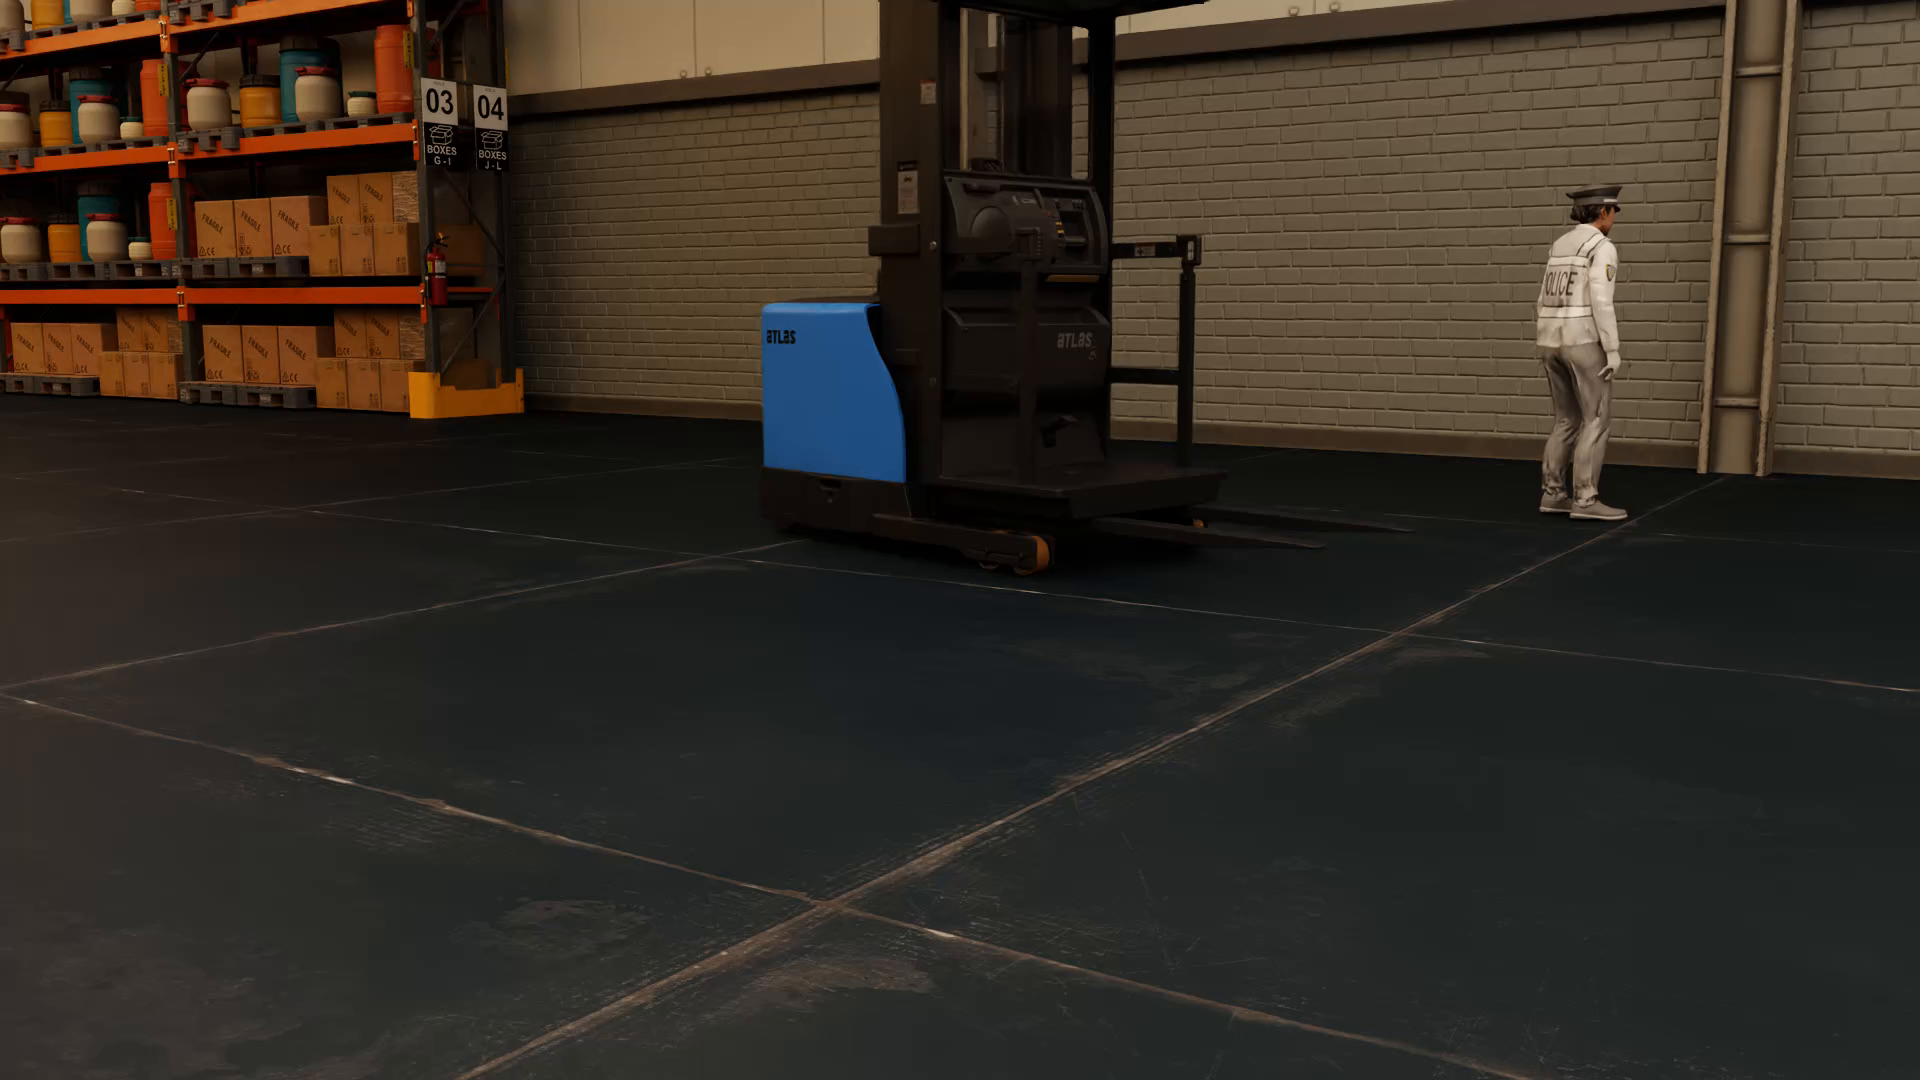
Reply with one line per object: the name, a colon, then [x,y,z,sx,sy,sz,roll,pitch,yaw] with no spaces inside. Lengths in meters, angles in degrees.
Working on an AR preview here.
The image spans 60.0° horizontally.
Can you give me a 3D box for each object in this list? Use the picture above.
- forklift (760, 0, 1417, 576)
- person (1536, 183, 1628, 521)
forklift: [0.440,-1.390,6.968,1.130,2.935,3.031,-8,11,-43]
person: [3.113,-0.944,8.351,0.374,1.662,0.529,-2,8,-16]
